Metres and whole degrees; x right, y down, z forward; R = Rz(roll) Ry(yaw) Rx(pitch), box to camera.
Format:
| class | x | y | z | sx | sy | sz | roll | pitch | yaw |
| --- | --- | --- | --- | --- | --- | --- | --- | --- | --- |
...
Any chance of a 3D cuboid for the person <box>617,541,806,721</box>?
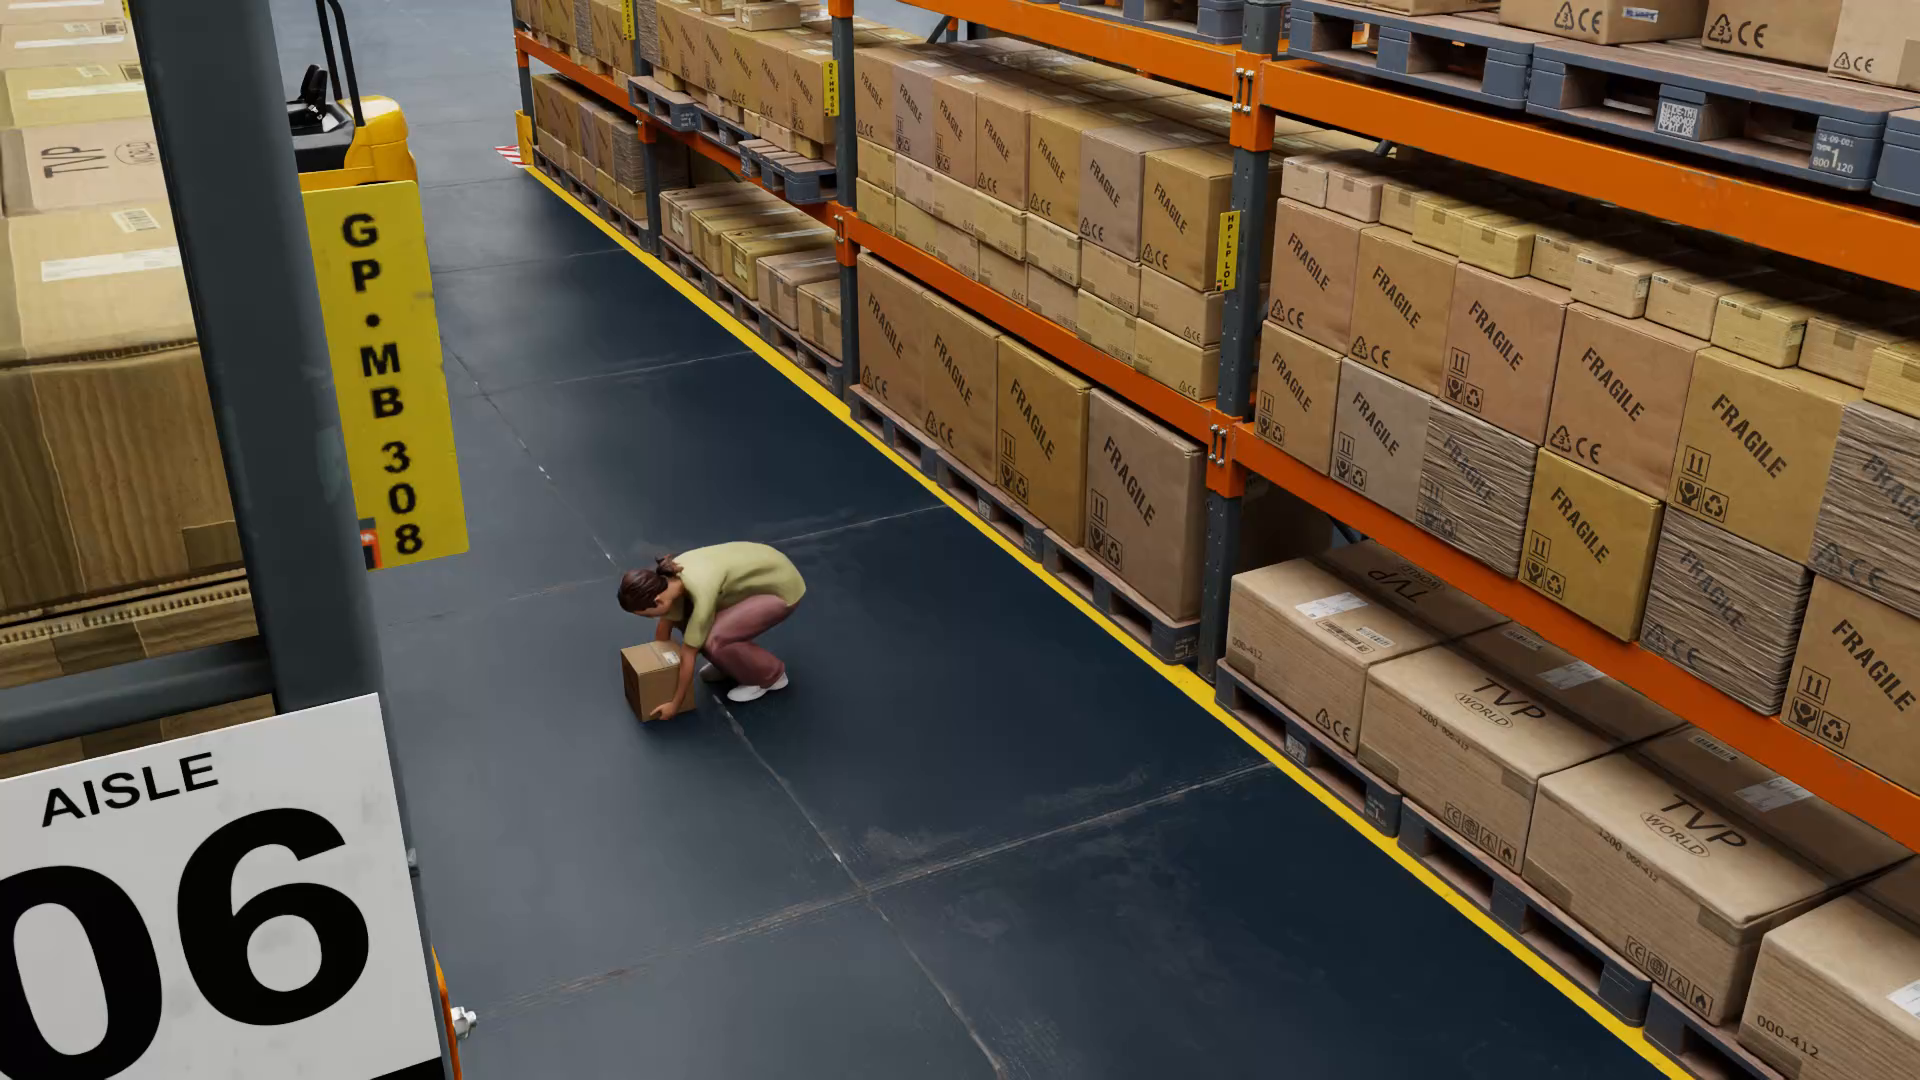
| class | x | y | z | sx | sy | sz | roll | pitch | yaw |
| --- | --- | --- | --- | --- | --- | --- | --- | --- | --- |
| person | -1.104 | 0.360 | 7.457 | 0.858 | 0.767 | 0.452 | -14 | 29 | -26 |
